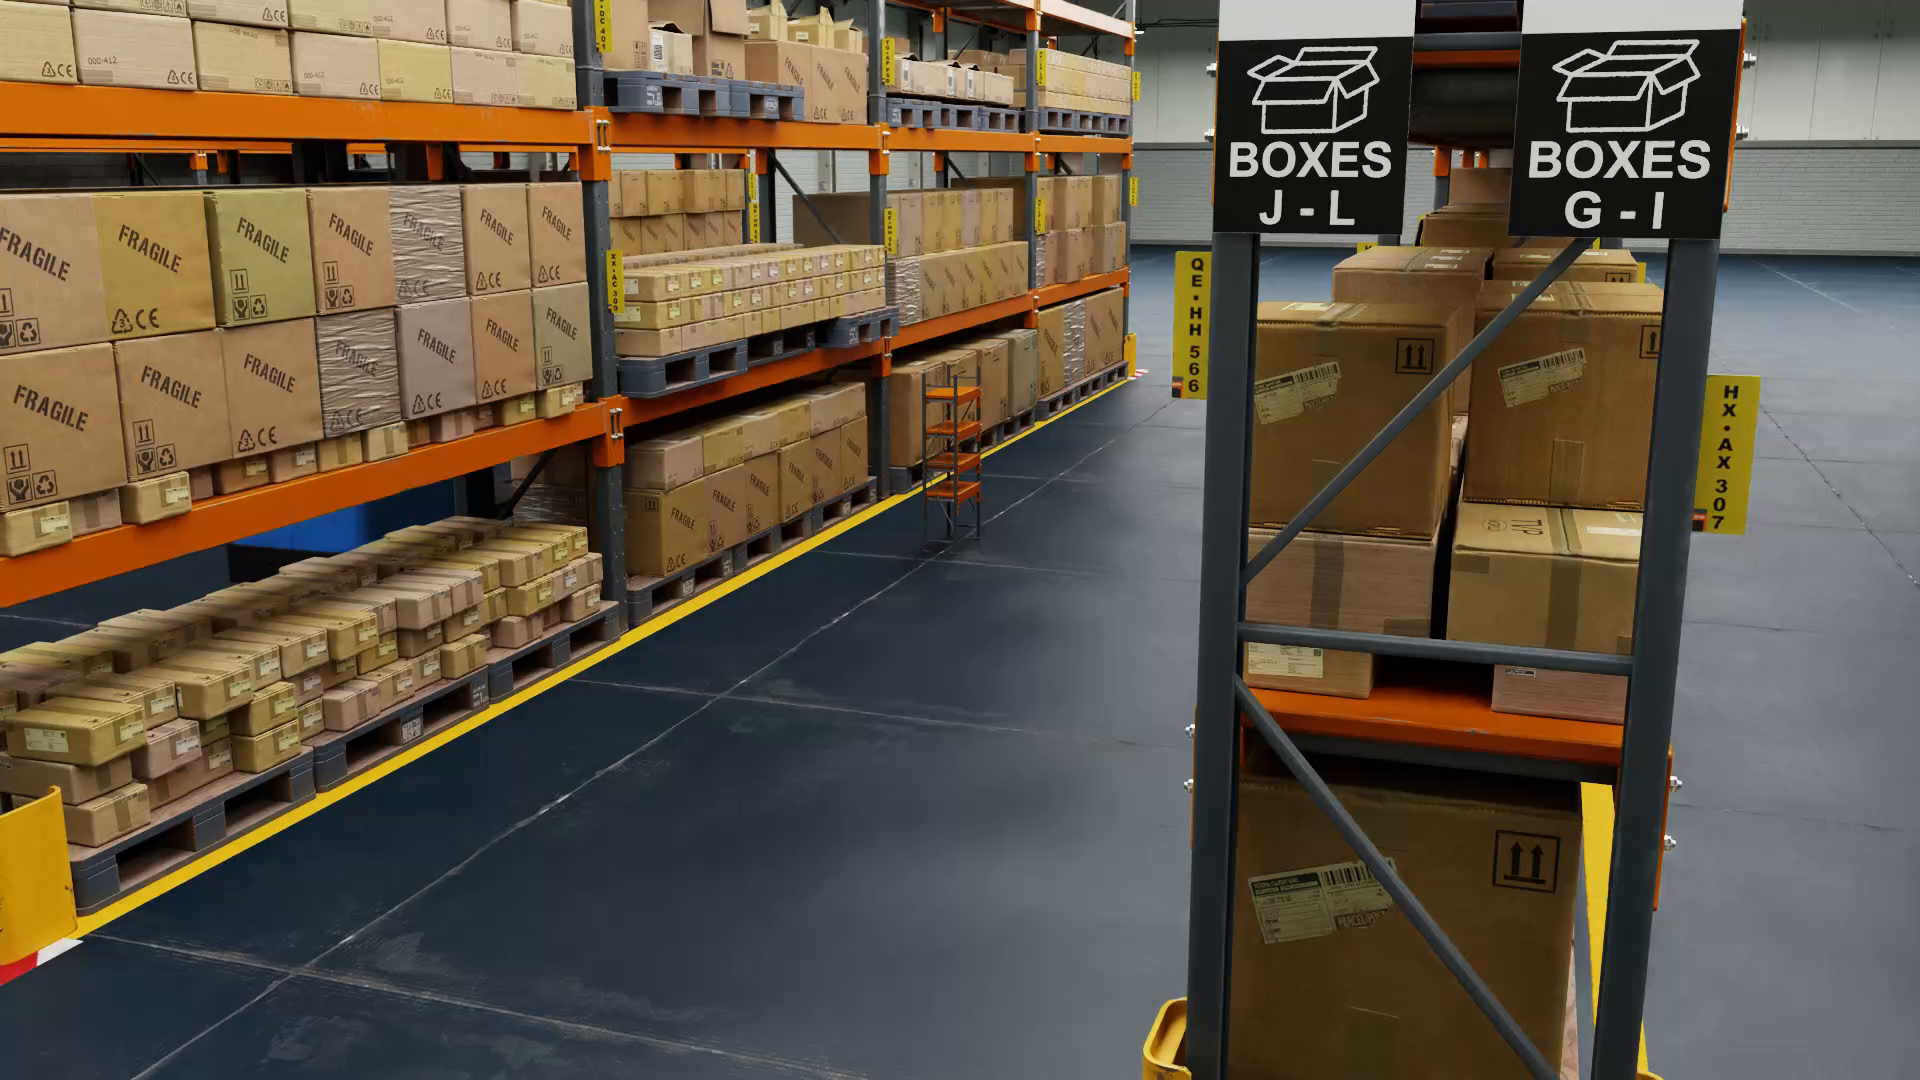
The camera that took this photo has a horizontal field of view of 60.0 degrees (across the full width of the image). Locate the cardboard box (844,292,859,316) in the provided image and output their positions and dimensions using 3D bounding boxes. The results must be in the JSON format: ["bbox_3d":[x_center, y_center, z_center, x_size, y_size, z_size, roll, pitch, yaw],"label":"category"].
[{"bbox_3d":[-0.928,-1.655,11.619,0.380,0.149,0.250,5,14,19],"label":"cardboard box"}]

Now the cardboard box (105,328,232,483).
[{"bbox_3d":[-3.071,-0.515,6.108,0.500,0.500,0.500,4,14,19],"label":"cardboard box"}]

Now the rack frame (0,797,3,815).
[{"bbox_3d":[-3.627,-0.132,5.324,1.000,3.000,0.127,4,14,18],"label":"rack frame"}]

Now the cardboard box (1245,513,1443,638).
[{"bbox_3d":[0.939,0.054,4.180,0.500,0.250,0.500,4,13,17],"label":"cardboard box"}]

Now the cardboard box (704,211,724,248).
[{"bbox_3d":[-3.248,-3.790,20.459,0.500,0.500,0.500,4,14,19],"label":"cardboard box"}]

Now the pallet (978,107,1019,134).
[{"bbox_3d":[0.005,-3.831,15.220,0.805,0.209,1.217,4,13,16],"label":"pallet"}]

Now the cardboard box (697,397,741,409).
[{"bbox_3d":[-1.827,-0.830,11.371,0.500,0.250,0.500,4,14,19],"label":"cardboard box"}]

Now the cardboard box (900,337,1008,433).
[{"bbox_3d":[-0.176,-1.426,15.107,1.050,0.750,0.750,4,14,18],"label":"cardboard box"}]

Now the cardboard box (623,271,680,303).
[{"bbox_3d":[-1.770,-1.396,9.147,0.380,0.149,0.250,5,14,21],"label":"cardboard box"}]

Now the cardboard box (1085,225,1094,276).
[{"bbox_3d":[1.015,-3.266,18.719,0.875,0.550,0.550,4,14,18],"label":"cardboard box"}]

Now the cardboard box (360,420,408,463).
[{"bbox_3d":[-2.642,-0.440,7.239,0.380,0.149,0.250,5,14,20],"label":"cardboard box"}]

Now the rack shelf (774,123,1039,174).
[{"bbox_3d":[-0.392,-3.349,14.295,1.077,0.370,4.000,4,14,18],"label":"rack shelf"}]

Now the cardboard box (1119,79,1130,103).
[{"bbox_3d":[1.656,-5.165,19.136,0.500,0.250,0.500,5,14,19],"label":"cardboard box"}]

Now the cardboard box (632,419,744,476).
[{"bbox_3d":[-1.674,-0.574,10.252,0.500,0.250,0.500,5,14,20],"label":"cardboard box"}]

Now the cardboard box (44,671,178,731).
[{"bbox_3d":[-3.161,0.611,6.196,0.380,0.149,0.250,5,14,19],"label":"cardboard box"}]

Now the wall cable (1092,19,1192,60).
[{"bbox_3d":[5.528,-14.630,50.994,3.097,2.526,0.112,4,14,18],"label":"wall cable"}]

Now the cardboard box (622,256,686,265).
[{"bbox_3d":[-1.965,-1.719,10.562,0.380,0.149,0.250,4,13,16],"label":"cardboard box"}]

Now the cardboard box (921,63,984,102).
[{"bbox_3d":[-0.104,-3.946,14.325,0.500,0.311,0.500,4,13,16],"label":"cardboard box"}]

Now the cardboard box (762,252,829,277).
[{"bbox_3d":[-1.098,-1.837,11.081,0.380,0.149,0.250,4,14,18],"label":"cardboard box"}]

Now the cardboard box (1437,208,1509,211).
[{"bbox_3d":[2.946,-1.544,9.032,0.797,0.503,0.637,5,14,20],"label":"cardboard box"}]

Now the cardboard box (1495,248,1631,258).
[{"bbox_3d":[2.432,-0.917,6.747,0.500,0.500,0.500,5,14,20],"label":"cardboard box"}]

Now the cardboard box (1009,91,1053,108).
[{"bbox_3d":[0.695,-4.304,16.258,0.380,0.149,0.250,4,13,17],"label":"cardboard box"}]

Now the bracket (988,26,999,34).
[{"bbox_3d":[0.965,-14.994,48.867,0.235,0.232,0.430,4,14,18],"label":"bracket"}]

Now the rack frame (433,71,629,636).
[{"bbox_3d":[-2.333,-0.974,9.013,1.000,3.000,0.127,4,14,18],"label":"rack frame"}]

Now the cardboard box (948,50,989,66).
[{"bbox_3d":[0.072,-4.740,16.379,0.380,0.149,0.250,4,14,18],"label":"cardboard box"}]

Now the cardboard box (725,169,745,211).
[{"bbox_3d":[-3.126,-4.393,20.856,0.700,0.500,0.500,4,13,17],"label":"cardboard box"}]

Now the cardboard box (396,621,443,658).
[{"bbox_3d":[-2.624,0.427,7.671,0.380,0.149,0.250,4,13,16],"label":"cardboard box"}]

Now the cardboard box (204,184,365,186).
[{"bbox_3d":[-3.055,-1.363,7.581,0.500,0.500,0.500,5,14,19],"label":"cardboard box"}]

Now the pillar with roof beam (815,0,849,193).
[{"bbox_3d":[0.955,-10.515,37.335,9.100,9.000,0.548,4,14,18],"label":"pillar with roof beam"}]

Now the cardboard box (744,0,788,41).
[{"bbox_3d":[-1.321,-3.324,10.625,0.396,0.266,0.258,4,14,18],"label":"cardboard box"}]

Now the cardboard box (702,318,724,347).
[{"bbox_3d":[-1.602,-1.217,9.700,0.380,0.149,0.250,4,14,19],"label":"cardboard box"}]

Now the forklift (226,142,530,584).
[{"bbox_3d":[-3.490,-1.388,10.981,1.130,2.935,3.031,4,13,17],"label":"forklift"}]

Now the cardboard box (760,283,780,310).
[{"bbox_3d":[-1.351,-1.528,10.392,0.380,0.149,0.250,4,13,17],"label":"cardboard box"}]

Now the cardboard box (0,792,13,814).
[{"bbox_3d":[-3.654,0.928,6.145,0.380,0.149,0.250,5,14,19],"label":"cardboard box"}]

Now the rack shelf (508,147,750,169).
[{"bbox_3d":[-3.814,-4.526,19.453,1.077,0.370,4.000,4,14,18],"label":"rack shelf"}]

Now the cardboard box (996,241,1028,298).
[{"bbox_3d":[0.340,-2.578,15.817,0.500,0.500,0.500,4,14,18],"label":"cardboard box"}]

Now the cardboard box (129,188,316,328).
[{"bbox_3d":[-2.884,-1.103,6.439,0.500,0.500,0.500,4,13,17],"label":"cardboard box"}]

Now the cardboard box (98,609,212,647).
[{"bbox_3d":[-3.419,0.411,7.073,0.380,0.149,0.250,5,14,20],"label":"cardboard box"}]

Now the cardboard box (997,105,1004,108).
[{"bbox_3d":[0.234,-4.459,16.938,0.380,0.149,0.250,5,14,19],"label":"cardboard box"}]

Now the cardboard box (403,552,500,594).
[{"bbox_3d":[-2.479,0.174,8.113,0.380,0.149,0.250,5,14,20],"label":"cardboard box"}]

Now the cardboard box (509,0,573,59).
[{"bbox_3d":[-2.242,-2.491,8.135,0.500,0.250,0.500,4,13,16],"label":"cardboard box"}]

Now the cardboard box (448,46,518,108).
[{"bbox_3d":[-2.409,-2.136,7.702,0.500,0.250,0.500,4,14,18],"label":"cardboard box"}]

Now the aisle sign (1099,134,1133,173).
[{"bbox_3d":[1.856,-4.761,19.765,0.394,0.787,0.004,4,14,18],"label":"aisle sign"}]

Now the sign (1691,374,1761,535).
[{"bbox_3d":[1.556,-0.173,3.380,0.100,0.325,0.005,4,14,18],"label":"sign"}]

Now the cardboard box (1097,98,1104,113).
[{"bbox_3d":[1.351,-4.732,18.134,0.380,0.149,0.250,4,14,19],"label":"cardboard box"}]

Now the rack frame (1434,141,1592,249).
[{"bbox_3d":[3.622,-1.438,11.046,1.000,3.000,0.127,4,14,18],"label":"rack frame"}]

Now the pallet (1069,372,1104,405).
[{"bbox_3d":[0.968,-1.711,18.510,1.003,0.211,1.213,4,14,18],"label":"pallet"}]

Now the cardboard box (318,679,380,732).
[{"bbox_3d":[-2.732,0.700,7.144,0.380,0.149,0.250,4,13,16],"label":"cardboard box"}]

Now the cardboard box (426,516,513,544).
[{"bbox_3d":[-2.641,-0.021,8.965,0.380,0.149,0.250,5,14,21],"label":"cardboard box"}]

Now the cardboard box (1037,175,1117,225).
[{"bbox_3d":[1.302,-3.902,19.080,0.875,0.550,0.550,4,14,18],"label":"cardboard box"}]

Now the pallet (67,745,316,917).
[{"bbox_3d":[-3.306,1.043,6.442,1.003,0.211,1.213,4,14,18],"label":"pallet"}]

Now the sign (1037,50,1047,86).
[{"bbox_3d":[0.772,-4.489,15.805,0.100,0.325,0.005,4,14,18],"label":"sign"}]

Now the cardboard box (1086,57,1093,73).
[{"bbox_3d":[1.187,-5.013,17.573,0.380,0.149,0.250,4,14,18],"label":"cardboard box"}]

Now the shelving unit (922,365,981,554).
[{"bbox_3d":[-0.054,-0.550,11.202,0.258,1.200,0.503,4,14,18],"label":"shelving unit"}]

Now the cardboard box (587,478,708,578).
[{"bbox_3d":[-1.843,-0.096,9.843,0.500,0.500,0.500,5,14,21],"label":"cardboard box"}]
